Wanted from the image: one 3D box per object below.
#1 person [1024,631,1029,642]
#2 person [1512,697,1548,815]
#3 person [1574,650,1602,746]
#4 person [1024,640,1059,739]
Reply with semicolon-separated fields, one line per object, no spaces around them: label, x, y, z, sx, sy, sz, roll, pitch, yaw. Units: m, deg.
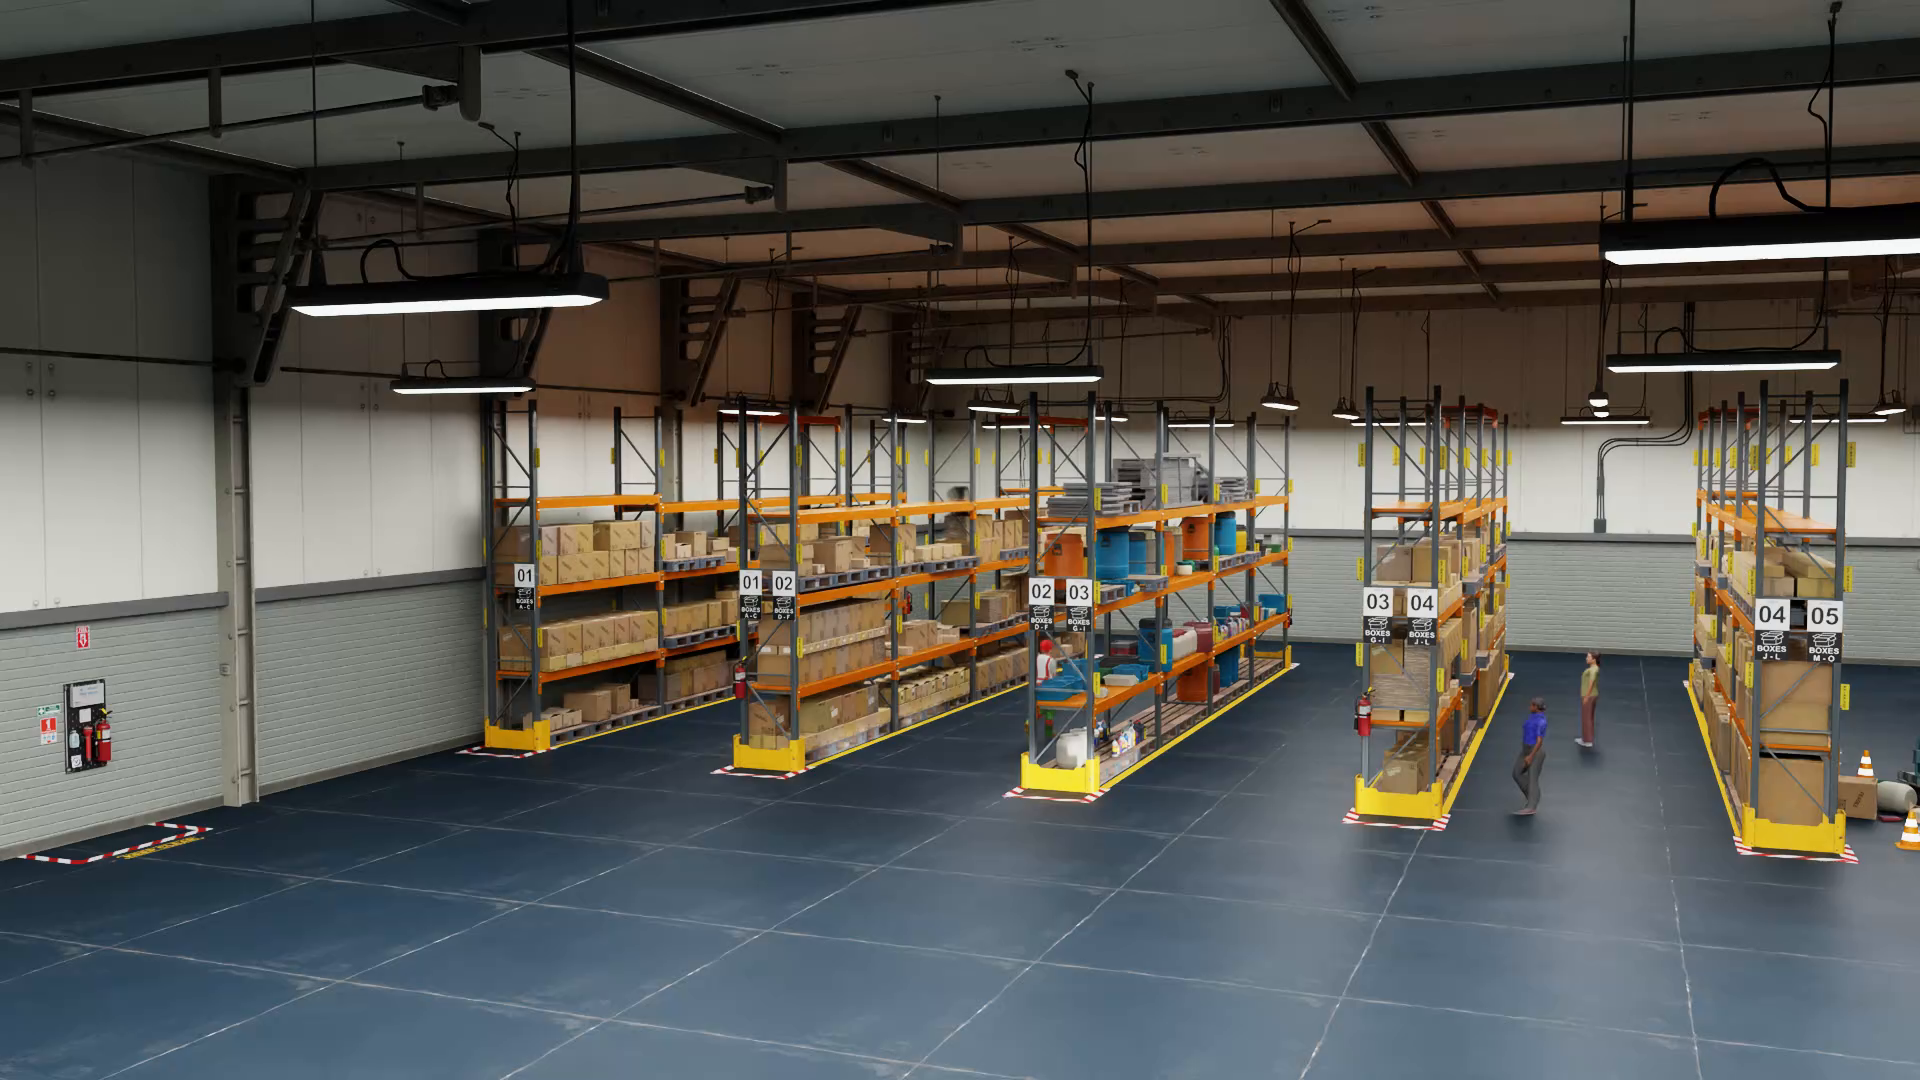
person;1.822;2.012;42.851;0.367;1.775;0.622;2;4;38
person;8.012;3.028;23.398;0.475;1.676;0.532;-1;3;-14
person;10.907;2.739;28.945;0.503;1.668;0.512;2;4;39
person;1.477;2.652;29.475;0.724;1.774;0.559;-2;3;-35
